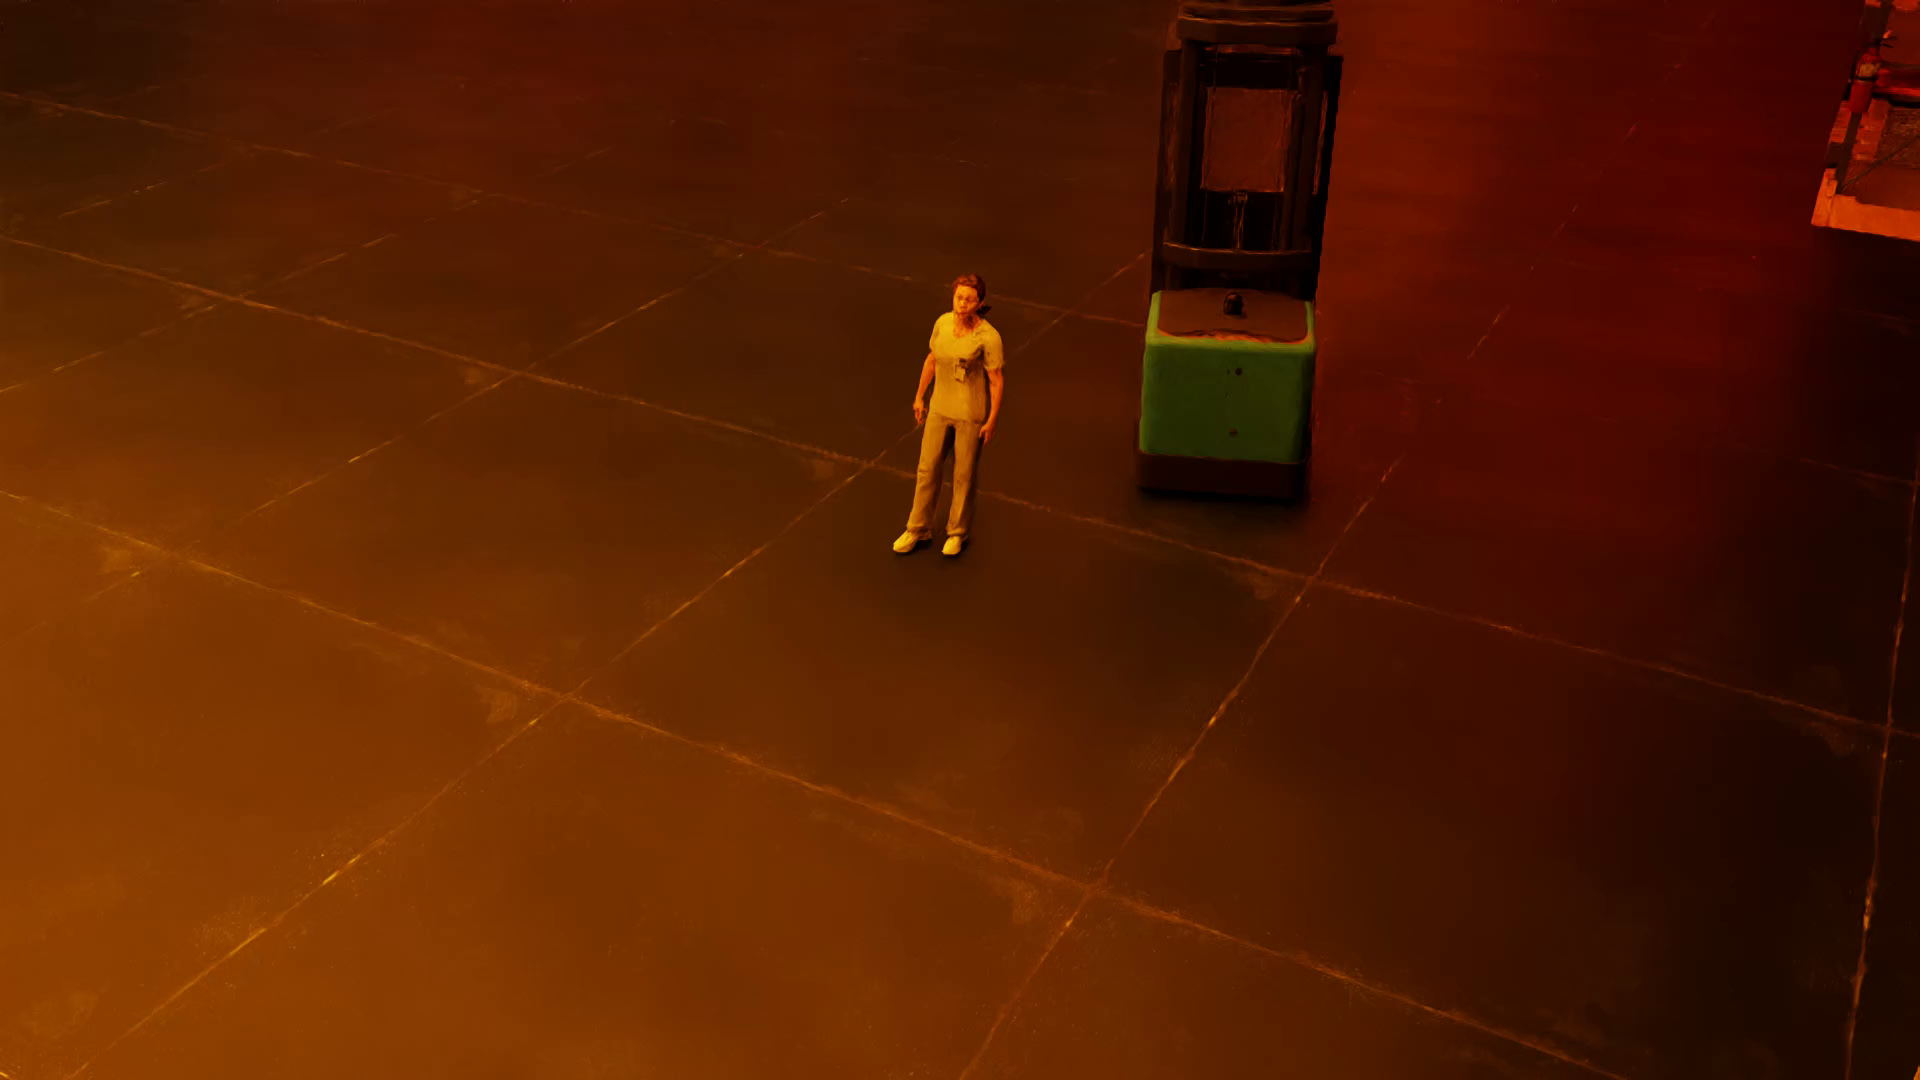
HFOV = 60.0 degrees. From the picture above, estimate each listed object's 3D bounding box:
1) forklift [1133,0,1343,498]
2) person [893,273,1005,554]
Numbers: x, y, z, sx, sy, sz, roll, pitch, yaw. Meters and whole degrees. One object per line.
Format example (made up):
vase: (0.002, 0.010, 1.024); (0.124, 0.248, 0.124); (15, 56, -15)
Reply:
forklift: (1.843, -2.246, 10.962); (1.130, 2.935, 3.031); (4, 30, 8)
person: (-0.047, -0.703, 9.530); (0.550, 1.674, 0.548); (15, 33, 25)
